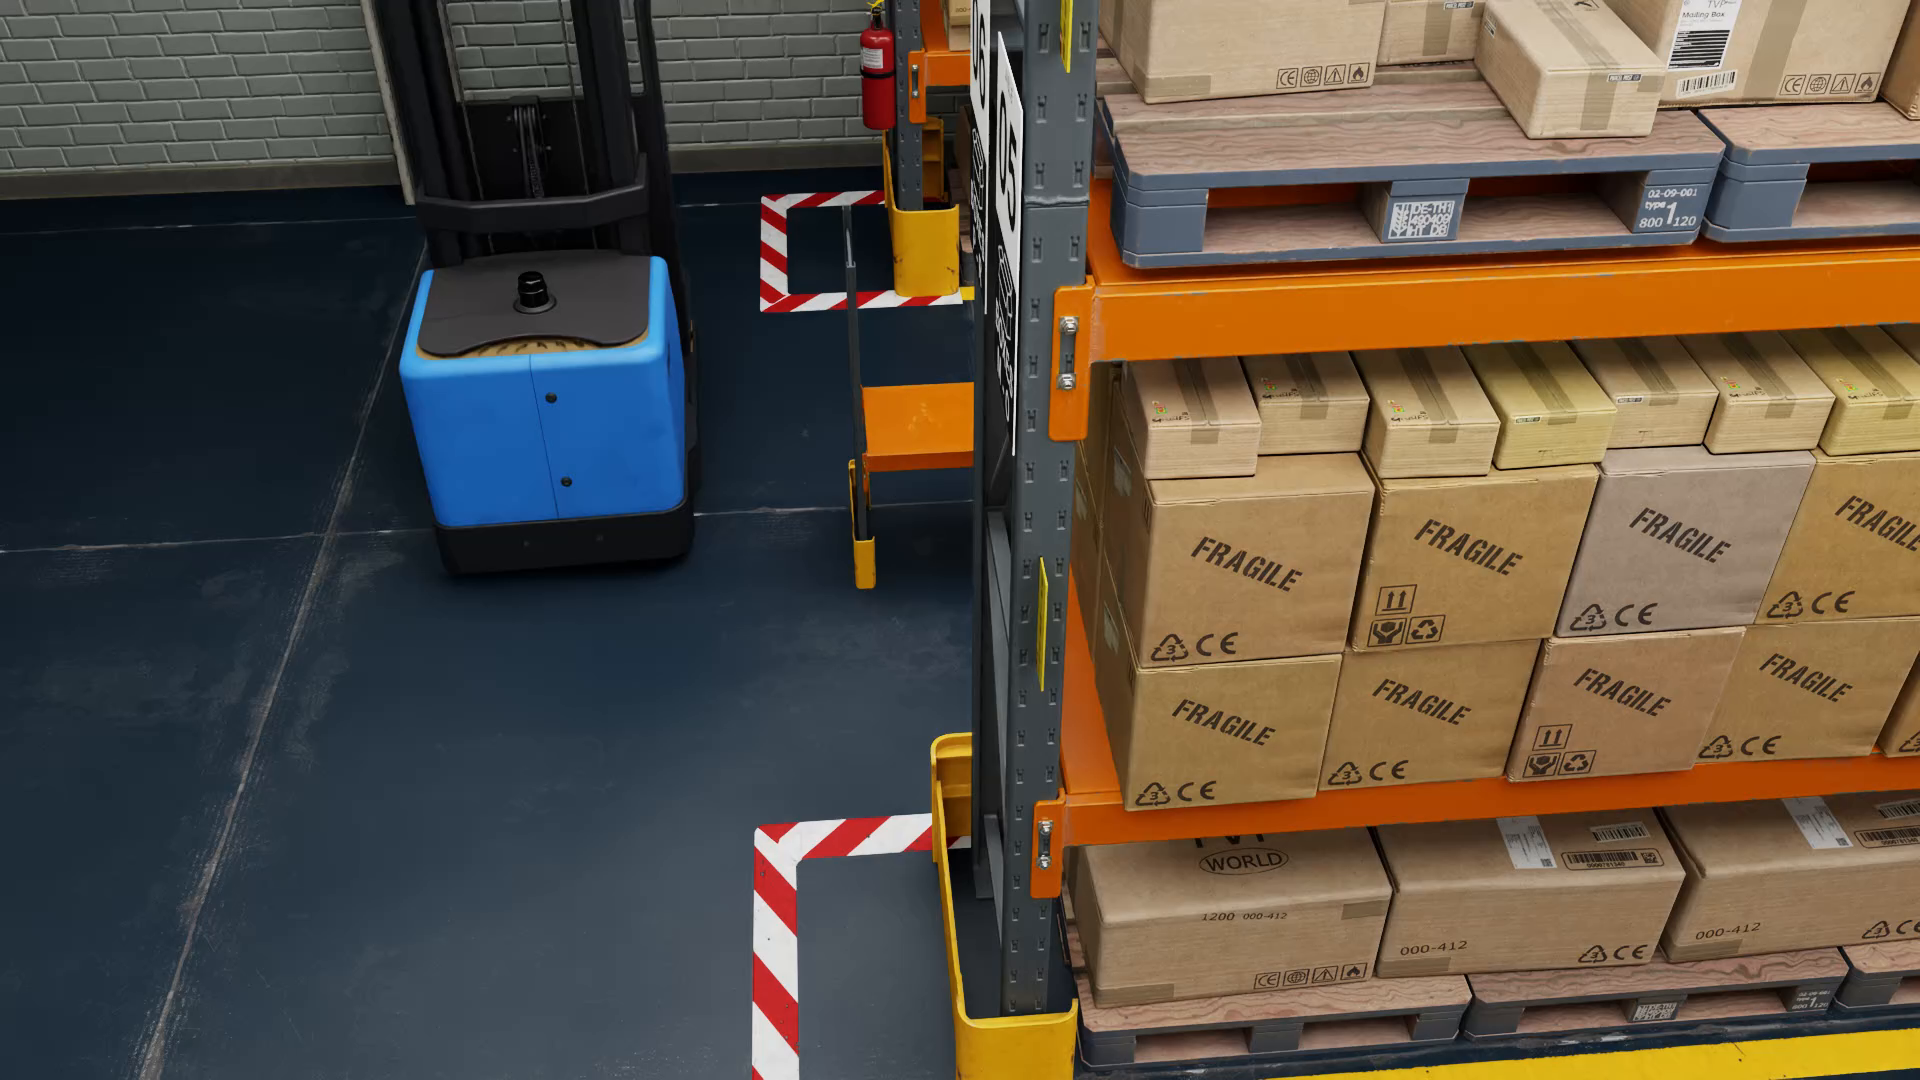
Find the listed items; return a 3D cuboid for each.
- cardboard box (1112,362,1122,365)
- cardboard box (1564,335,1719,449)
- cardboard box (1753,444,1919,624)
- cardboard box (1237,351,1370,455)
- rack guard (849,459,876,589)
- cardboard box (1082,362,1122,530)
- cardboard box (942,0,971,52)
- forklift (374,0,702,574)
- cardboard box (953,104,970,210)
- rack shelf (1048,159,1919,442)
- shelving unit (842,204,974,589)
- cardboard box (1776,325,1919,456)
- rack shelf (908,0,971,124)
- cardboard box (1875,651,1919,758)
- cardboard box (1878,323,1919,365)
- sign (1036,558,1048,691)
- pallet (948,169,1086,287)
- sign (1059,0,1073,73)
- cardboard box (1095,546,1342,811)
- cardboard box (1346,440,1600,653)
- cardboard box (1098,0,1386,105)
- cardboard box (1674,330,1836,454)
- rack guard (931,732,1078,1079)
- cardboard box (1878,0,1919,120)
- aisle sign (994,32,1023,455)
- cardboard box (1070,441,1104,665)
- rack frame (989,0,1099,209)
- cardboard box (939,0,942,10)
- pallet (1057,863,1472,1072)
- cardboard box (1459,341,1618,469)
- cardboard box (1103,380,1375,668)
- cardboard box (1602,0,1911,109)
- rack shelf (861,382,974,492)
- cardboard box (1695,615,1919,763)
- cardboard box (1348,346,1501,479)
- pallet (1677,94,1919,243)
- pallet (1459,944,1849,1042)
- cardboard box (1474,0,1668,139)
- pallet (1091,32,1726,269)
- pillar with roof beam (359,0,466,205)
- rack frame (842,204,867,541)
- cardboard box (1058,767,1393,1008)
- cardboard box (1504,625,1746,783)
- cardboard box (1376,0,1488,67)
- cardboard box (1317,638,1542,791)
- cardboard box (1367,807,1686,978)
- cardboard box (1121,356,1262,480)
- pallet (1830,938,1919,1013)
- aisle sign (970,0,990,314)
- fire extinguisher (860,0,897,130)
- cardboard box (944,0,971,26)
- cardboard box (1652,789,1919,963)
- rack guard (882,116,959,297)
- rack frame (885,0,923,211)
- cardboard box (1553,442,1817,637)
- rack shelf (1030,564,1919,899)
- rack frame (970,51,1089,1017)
[{"bbox_3d":[0.484,-0.605,4.184,0.250,0.149,0.380,-3,38,-3],"label":"cardboard box"},{"bbox_3d":[1.564,-0.385,3.905,0.250,0.149,0.380,-3,38,-4],"label":"cardboard box"},{"bbox_3d":[2.171,-0.152,4.133,0.500,0.500,0.500,-3,38,-4],"label":"cardboard box"},{"bbox_3d":[0.777,-0.369,3.885,0.250,0.149,0.380,-2,38,-3],"label":"cardboard box"},{"bbox_3d":[-0.420,-0.075,7.143,0.087,0.250,0.587,-3,38,-4],"label":"rack guard"},{"bbox_3d":[0.604,-0.381,4.423,0.500,0.500,0.500,-2,38,-2],"label":"cardboard box"},{"bbox_3d":[0.053,-2.588,8.311,0.250,0.149,0.380,-3,38,-4],"label":"cardboard box"},{"bbox_3d":[-1.846,-1.915,7.311,1.130,2.935,3.031,-5,39,-6],"label":"forklift"},{"bbox_3d":[0.319,-1.998,9.037,0.637,0.503,0.797,-5,39,-6],"label":"cardboard box"},{"bbox_3d":[2.137,-0.781,3.977,4.000,0.370,1.077,-3,38,-4],"label":"rack shelf"},{"bbox_3d":[0.076,-0.593,6.791,1.083,1.500,0.587,-3,38,-4],"label":"shelving unit"},{"bbox_3d":[2.071,-0.370,3.886,0.250,0.149,0.380,-4,38,-5],"label":"cardboard box"},{"bbox_3d":[1.693,-2.665,8.787,4.000,0.370,1.077,-3,38,-4],"label":"rack shelf"},{"bbox_3d":[2.678,0.217,4.473,0.500,0.500,0.500,-4,38,-5],"label":"cardboard box"},{"bbox_3d":[2.328,-0.414,3.942,0.250,0.149,0.380,-3,38,-4],"label":"cardboard box"},{"bbox_3d":[0.188,0.196,3.817,0.005,0.325,0.100,-3,38,-4],"label":"sign"},{"bbox_3d":[0.571,-1.792,9.351,1.213,0.211,1.003,-3,38,-4],"label":"pallet"},{"bbox_3d":[0.188,-0.985,2.885,0.005,0.325,0.100,-3,38,-4],"label":"sign"},{"bbox_3d":[0.648,0.336,4.322,0.500,0.500,0.500,-3,38,-4],"label":"cardboard box"},{"bbox_3d":[1.162,-0.091,4.056,0.500,0.500,0.500,-4,38,-5],"label":"cardboard box"},{"bbox_3d":[0.585,-1.179,3.602,0.500,0.250,0.500,-6,39,-8],"label":"cardboard box"},{"bbox_3d":[1.816,-0.373,3.889,0.250,0.149,0.380,-3,38,-4],"label":"cardboard box"},{"bbox_3d":[0.120,1.207,5.317,0.348,0.500,1.175,-3,38,-4],"label":"rack guard"},{"bbox_3d":[2.166,-1.215,3.446,0.500,0.500,0.500,-3,38,-3],"label":"cardboard box"},{"bbox_3d":[0.098,-0.613,3.507,0.004,0.787,0.394,-3,38,-4],"label":"aisle sign"},{"bbox_3d":[0.601,-0.005,4.754,0.500,0.500,0.500,-3,38,-4],"label":"cardboard box"},{"bbox_3d":[0.144,-2.131,2.686,0.127,3.000,1.000,-3,38,-4],"label":"rack frame"},{"bbox_3d":[0.007,-2.923,8.736,0.250,0.149,0.380,-4,38,-4],"label":"cardboard box"},{"bbox_3d":[0.934,1.227,5.525,1.213,0.211,1.003,-3,38,-4],"label":"pallet"},{"bbox_3d":[1.307,-0.338,3.845,0.250,0.149,0.380,-4,38,-5],"label":"cardboard box"},{"bbox_3d":[0.648,-0.058,4.014,0.500,0.500,0.500,-4,38,-5],"label":"cardboard box"},{"bbox_3d":[1.640,-1.174,3.547,0.500,0.311,0.500,-2,38,-3],"label":"cardboard box"},{"bbox_3d":[0.085,-0.452,6.903,1.000,0.185,0.538,-3,38,-4],"label":"rack shelf"},{"bbox_3d":[2.155,0.236,4.448,0.500,0.500,0.500,-2,38,-2],"label":"cardboard box"},{"bbox_3d":[1.046,-0.313,3.813,0.250,0.149,0.380,-2,38,-3],"label":"cardboard box"},{"bbox_3d":[2.100,-1.035,3.790,1.213,0.211,1.003,-3,38,-4],"label":"pallet"},{"bbox_3d":[2.146,1.162,5.607,1.213,0.211,1.003,-3,38,-4],"label":"pallet"},{"bbox_3d":[1.249,-0.977,3.428,0.250,0.149,0.380,-2,38,-2],"label":"cardboard box"},{"bbox_3d":[0.882,-0.966,3.702,1.213,0.211,1.003,-3,38,-4],"label":"pallet"},{"bbox_3d":[-2.683,-2.945,3.718,0.400,9.000,9.100,-3,38,-4],"label":"pillar with roof beam"},{"bbox_3d":[-0.421,-0.566,6.756,0.032,1.500,0.500,-3,38,-4],"label":"rack frame"},{"bbox_3d":[0.793,0.967,5.332,0.875,0.438,0.875,-4,38,-6],"label":"cardboard box"},{"bbox_3d":[1.658,0.274,4.400,0.500,0.500,0.500,-3,38,-4],"label":"cardboard box"},{"bbox_3d":[0.995,-1.211,3.725,0.250,0.149,0.380,-6,39,-7],"label":"cardboard box"},{"bbox_3d":[1.149,0.291,4.379,0.500,0.500,0.500,-4,38,-5],"label":"cardboard box"},{"bbox_3d":[1.704,0.912,5.402,0.875,0.438,0.875,-2,38,-3],"label":"cardboard box"},{"bbox_3d":[0.523,-0.311,3.811,0.250,0.149,0.380,-2,38,-3],"label":"cardboard box"},{"bbox_3d":[3.364,1.093,5.694,1.213,0.211,1.003,-3,38,-4],"label":"pallet"},{"bbox_3d":[0.045,-0.984,3.976,0.004,0.787,0.394,-3,38,-4],"label":"aisle sign"},{"bbox_3d":[-0.405,-2.368,8.193,0.183,0.674,0.296,-3,38,-4],"label":"fire extinguisher"},{"bbox_3d":[0.177,-2.755,8.201,0.500,0.250,0.500,-3,38,-4],"label":"cardboard box"},{"bbox_3d":[2.602,0.864,5.463,0.875,0.438,0.875,-4,38,-5],"label":"cardboard box"},{"bbox_3d":[-0.223,-1.861,9.205,0.348,0.500,1.175,-3,38,-4],"label":"rack guard"},{"bbox_3d":[-0.299,-2.838,8.425,0.127,3.000,1.000,-3,38,-4],"label":"rack frame"},{"bbox_3d":[1.674,-0.124,4.097,0.500,0.500,0.500,-3,38,-4],"label":"cardboard box"},{"bbox_3d":[2.137,0.397,4.906,4.000,0.370,1.077,-3,38,-4],"label":"rack shelf"},{"bbox_3d":[0.144,0.224,4.544,0.127,3.000,1.000,-3,38,-4],"label":"rack frame"}]
